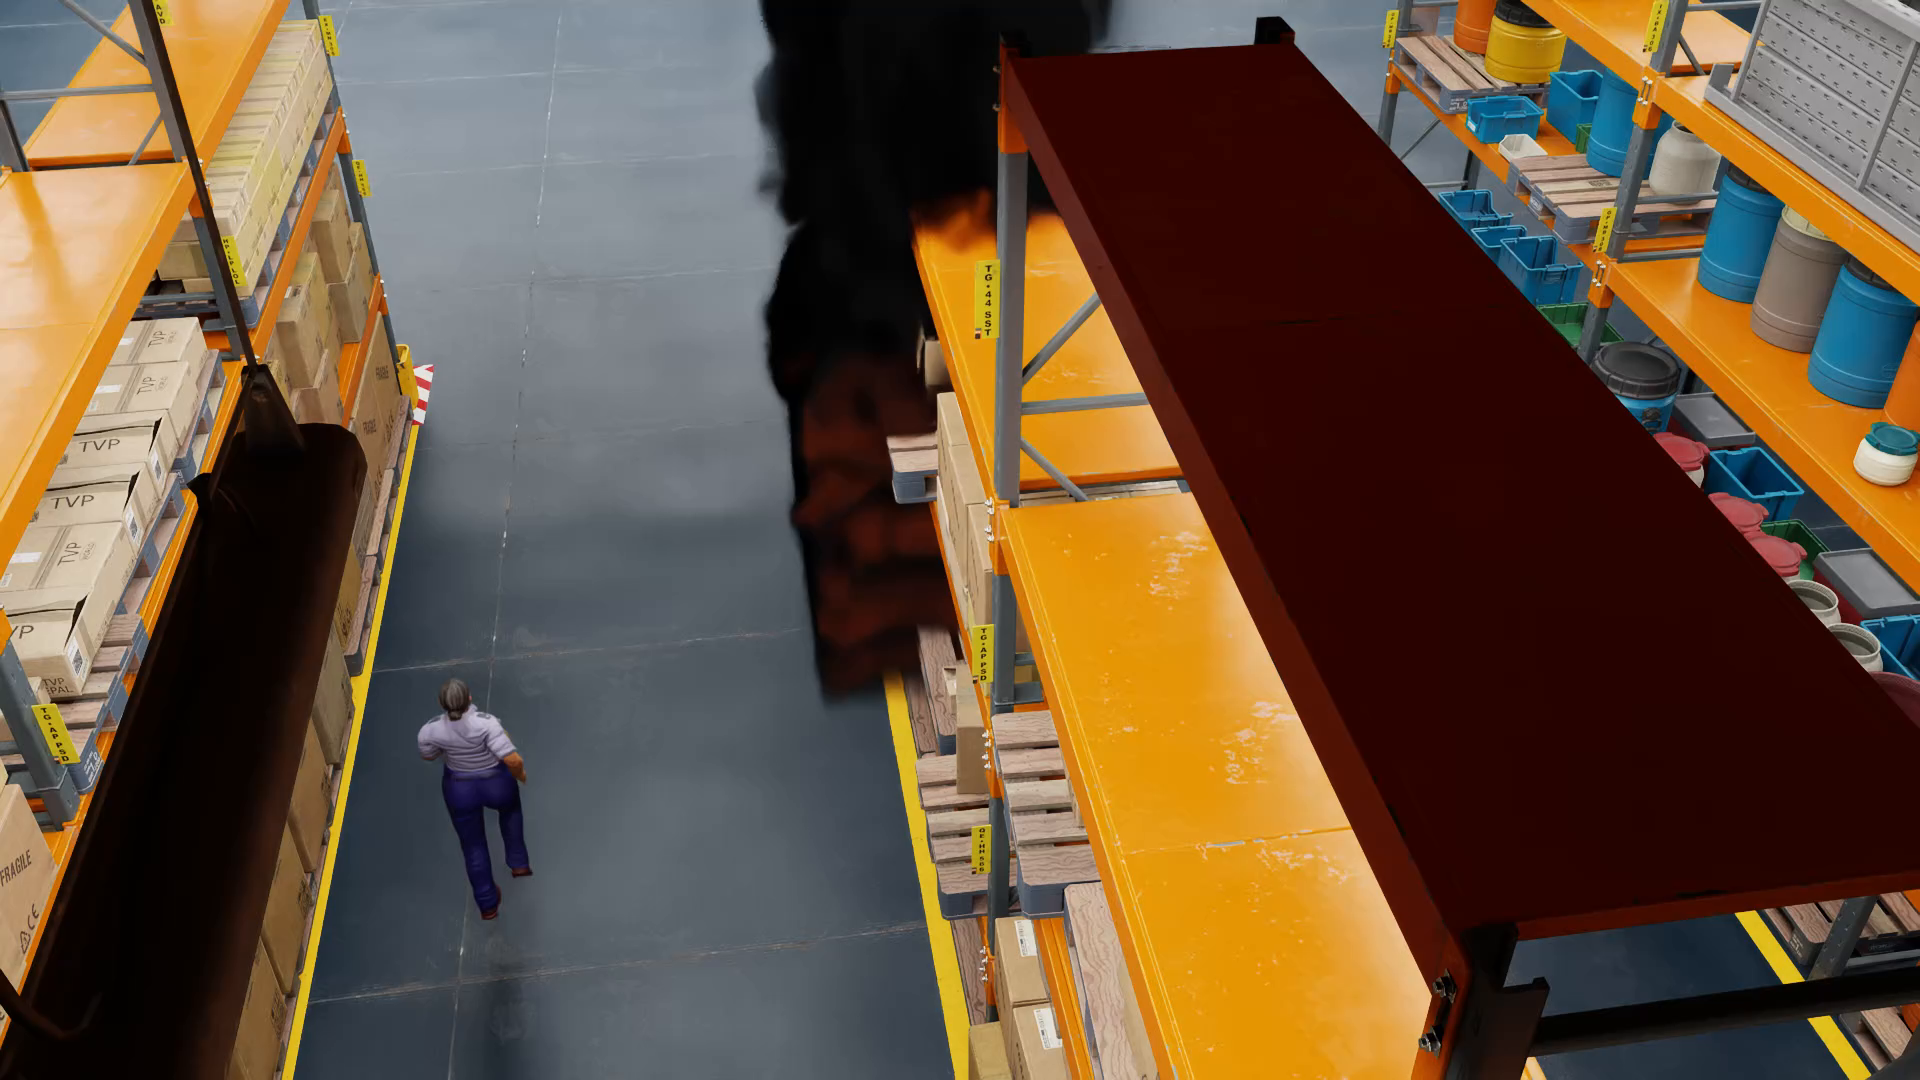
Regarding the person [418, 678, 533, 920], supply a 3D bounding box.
[{"bbox_3d":[-2.771,1.465,9.654,0.575,1.738,0.680,-8,37,-11],"label":"person"}]
